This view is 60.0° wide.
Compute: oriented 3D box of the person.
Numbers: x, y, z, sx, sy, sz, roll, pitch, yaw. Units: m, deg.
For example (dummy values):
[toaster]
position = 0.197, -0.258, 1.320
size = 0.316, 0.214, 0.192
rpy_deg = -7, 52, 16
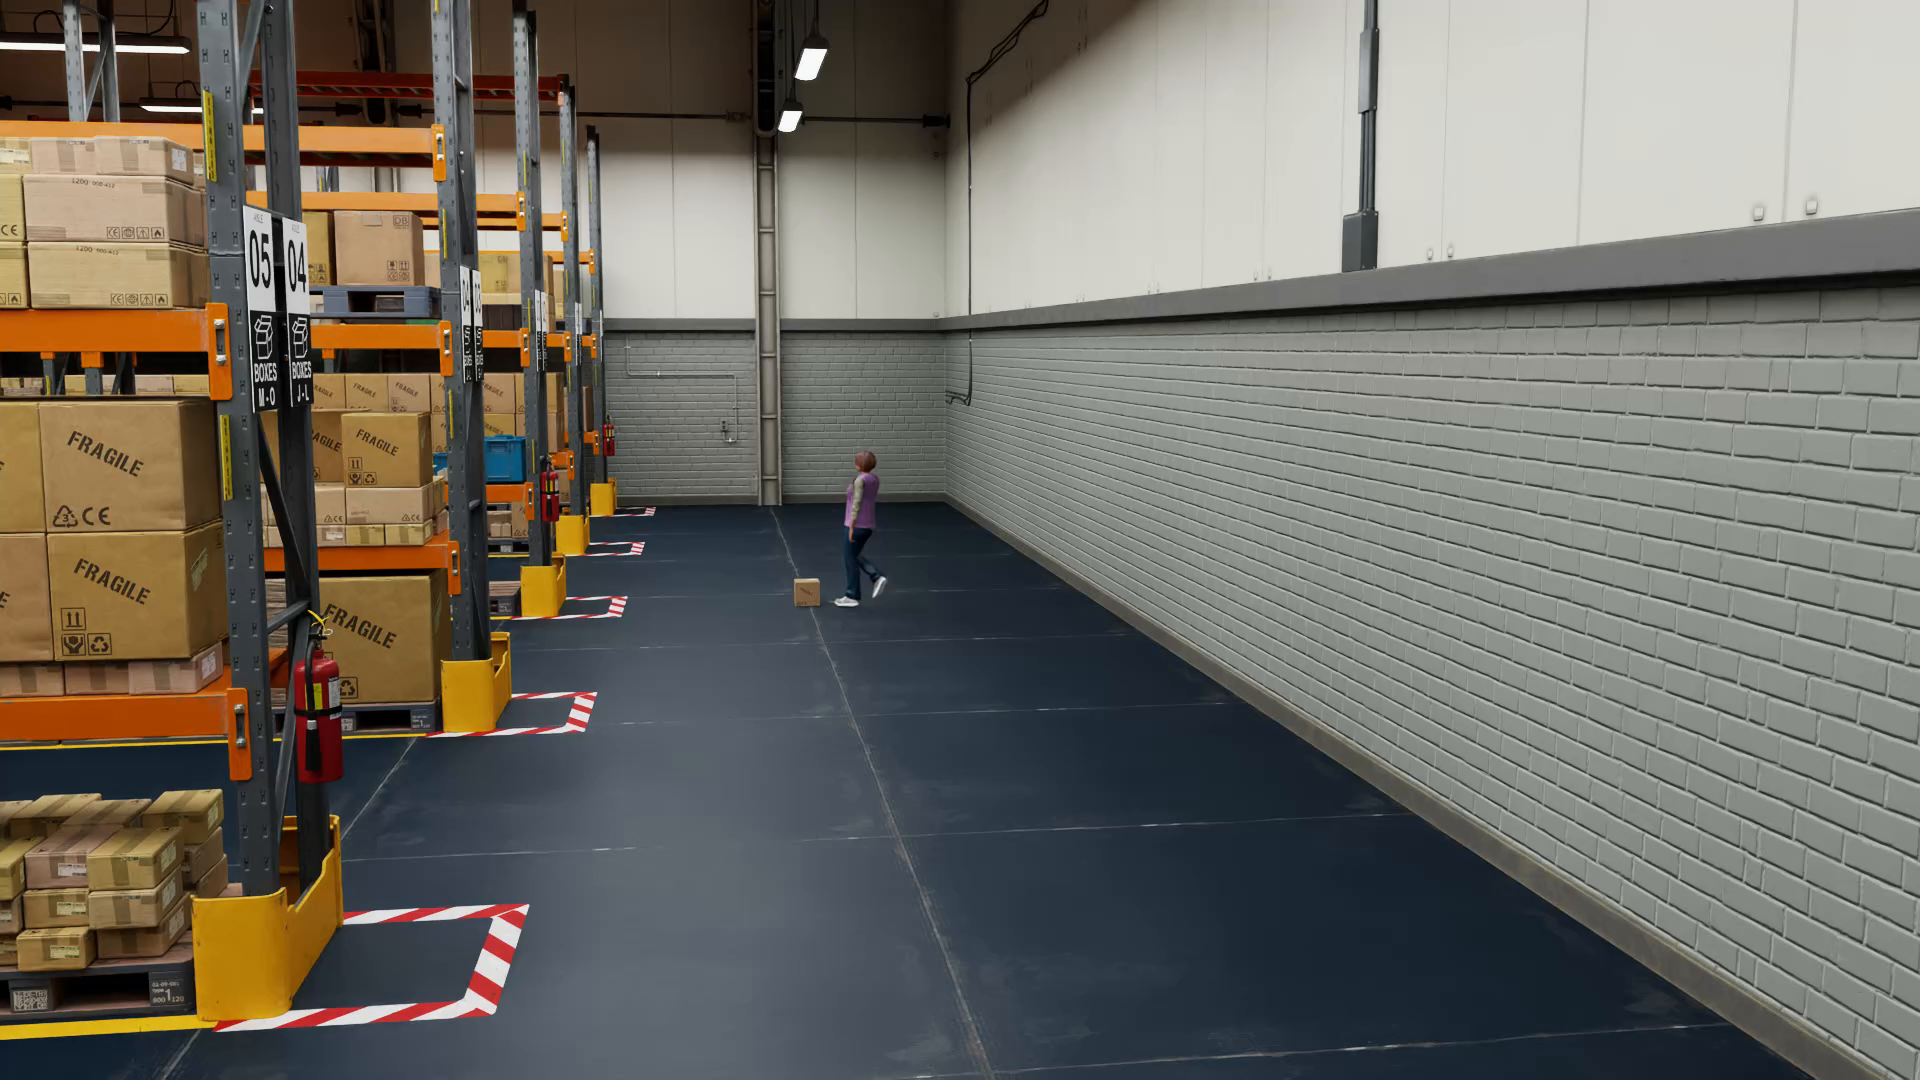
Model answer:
[person]
position = -3.258, -1.452, 21.471
size = 8.693, 3.183, 6.763
rpy_deg = 3, 7, 26
